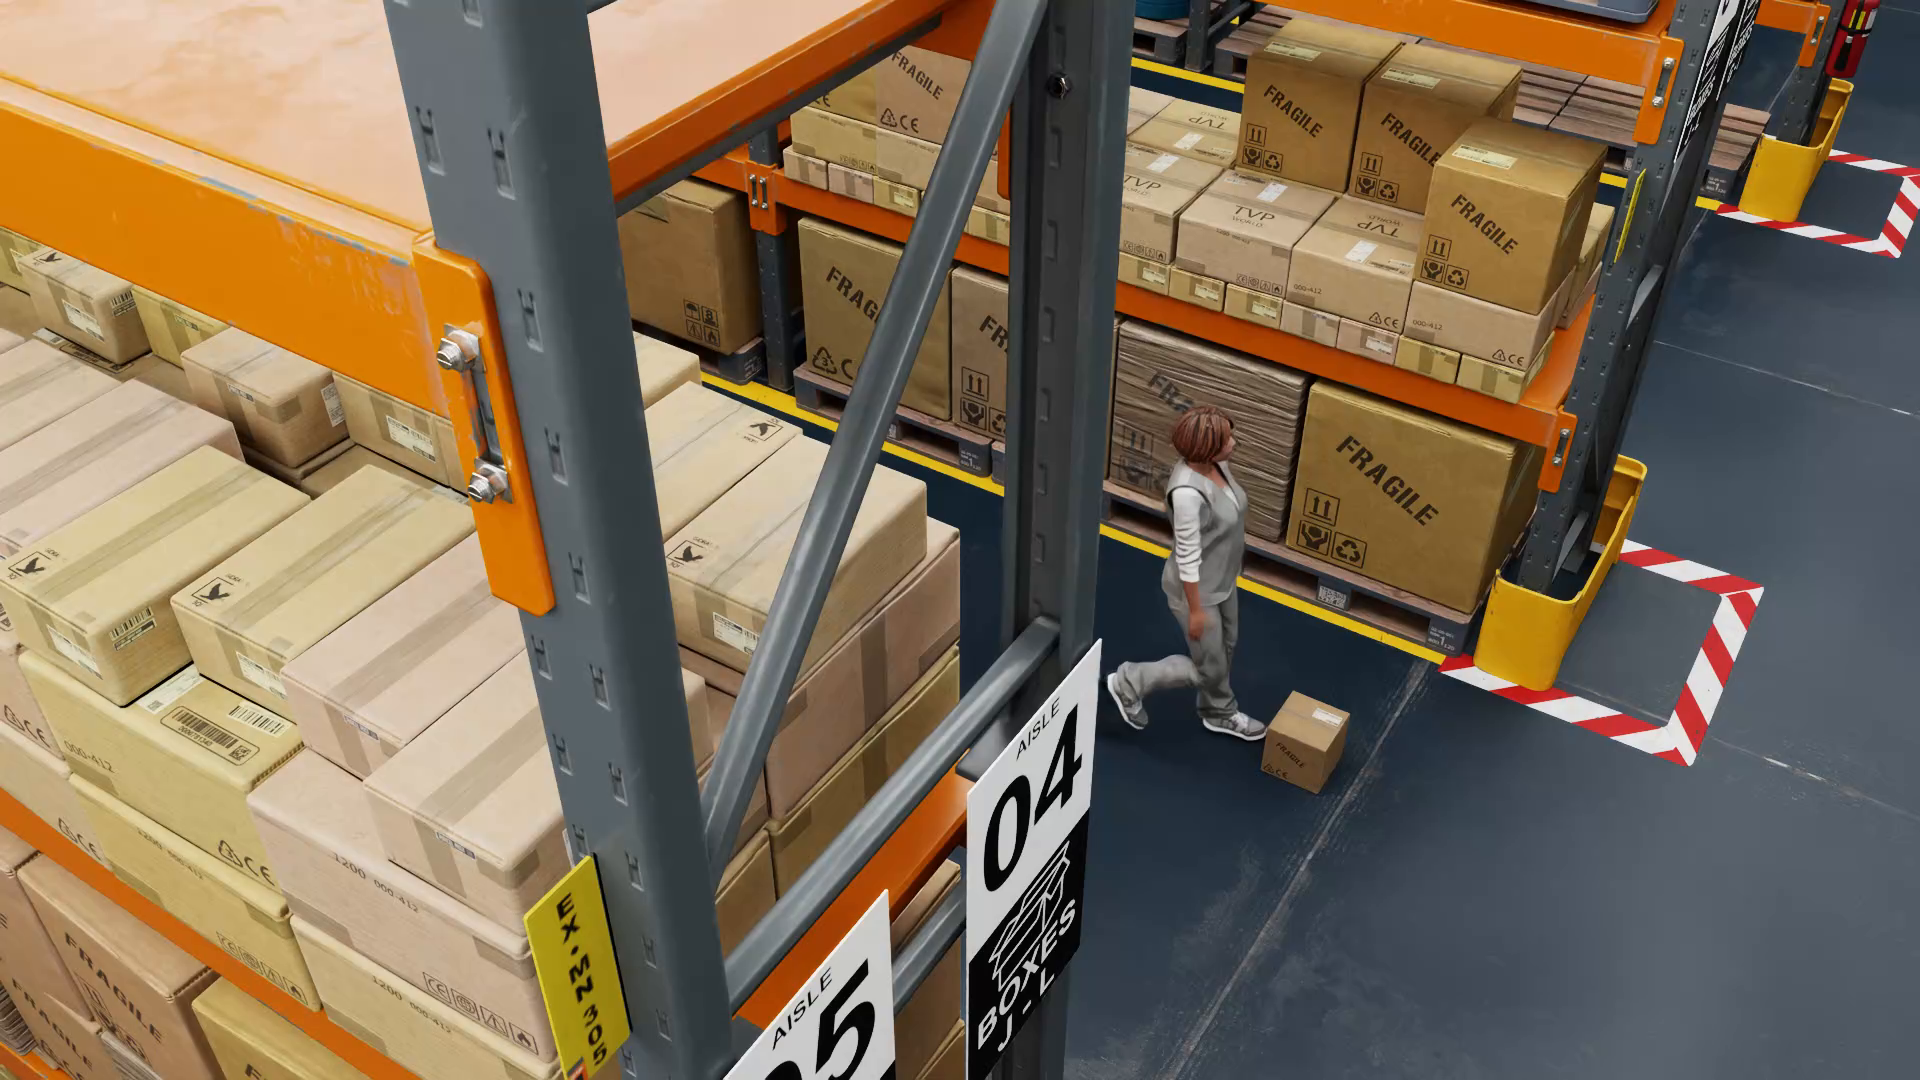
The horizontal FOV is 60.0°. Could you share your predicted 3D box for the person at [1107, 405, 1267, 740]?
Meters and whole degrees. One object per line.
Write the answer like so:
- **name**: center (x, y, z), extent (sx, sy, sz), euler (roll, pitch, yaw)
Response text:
- **person**: center (0.942, 0.170, 6.422), extent (0.646, 1.589, 0.440), euler (15, 41, 18)
